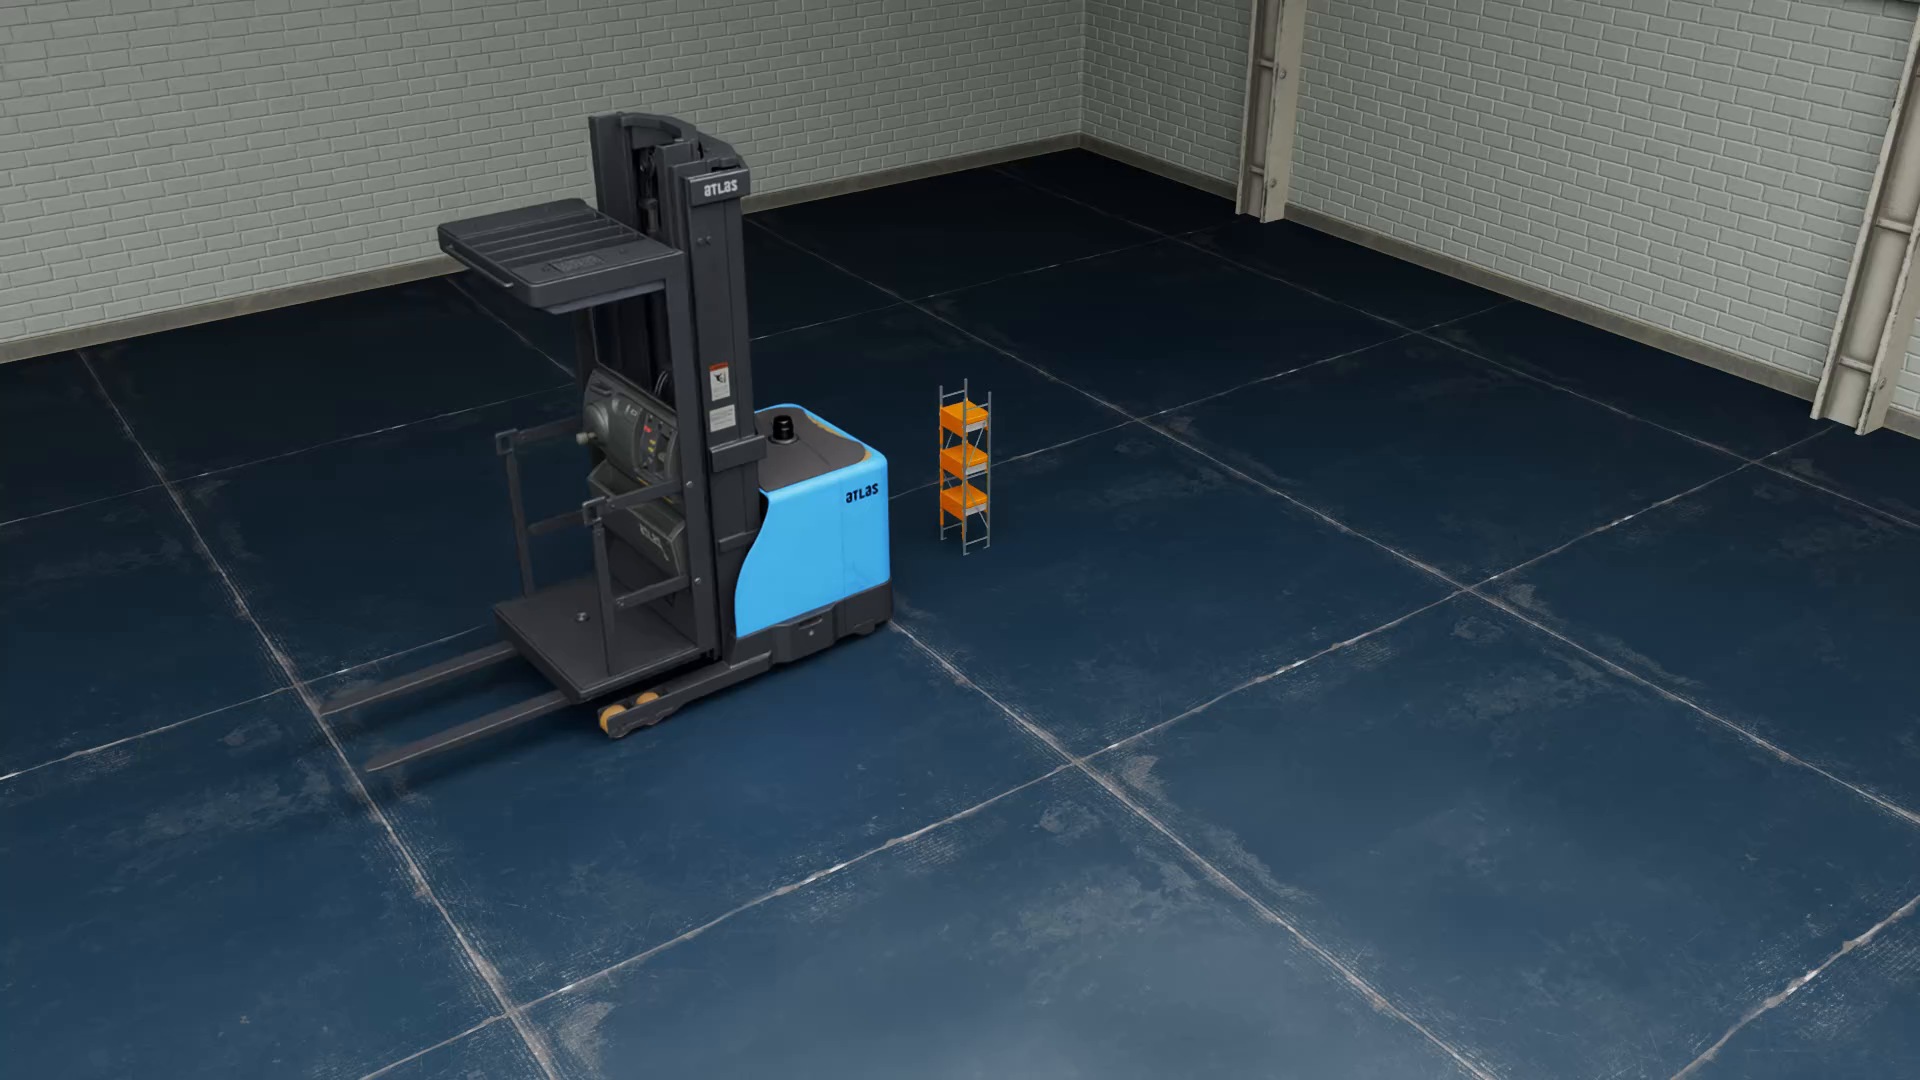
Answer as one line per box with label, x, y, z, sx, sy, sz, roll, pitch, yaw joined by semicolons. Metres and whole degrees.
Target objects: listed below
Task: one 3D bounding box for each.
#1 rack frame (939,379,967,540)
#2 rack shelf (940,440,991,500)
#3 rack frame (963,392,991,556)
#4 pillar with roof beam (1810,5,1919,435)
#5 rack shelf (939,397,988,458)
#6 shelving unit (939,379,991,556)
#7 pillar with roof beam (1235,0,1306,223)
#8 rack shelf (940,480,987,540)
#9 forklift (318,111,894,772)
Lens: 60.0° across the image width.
rack frame;-0.040;-0.488;10.275;0.200;1.050;0.008;-19;34;-31
rack shelf;0.031;-0.431;10.193;0.215;0.259;0.240;-19;34;-31
rack frame;0.102;-0.393;10.100;0.200;1.050;0.008;-19;34;-31
pillar with roof beam;2.928;-3.625;7.723;9.100;9.000;0.400;-19;34;-31
rack shelf;0.031;-0.681;10.057;0.215;0.259;0.240;-19;34;-31
shelving unit;0.031;-0.441;10.188;0.215;1.050;0.252;-19;34;-31
pillar with roof beam;-0.552;-5.958;12.018;9.100;9.000;0.400;-19;34;-31
rack shelf;0.031;-0.187;10.325;0.215;0.259;0.240;-19;34;-31
forklift;-1.856;-0.551;8.420;3.031;2.935;1.130;-20;35;-33
